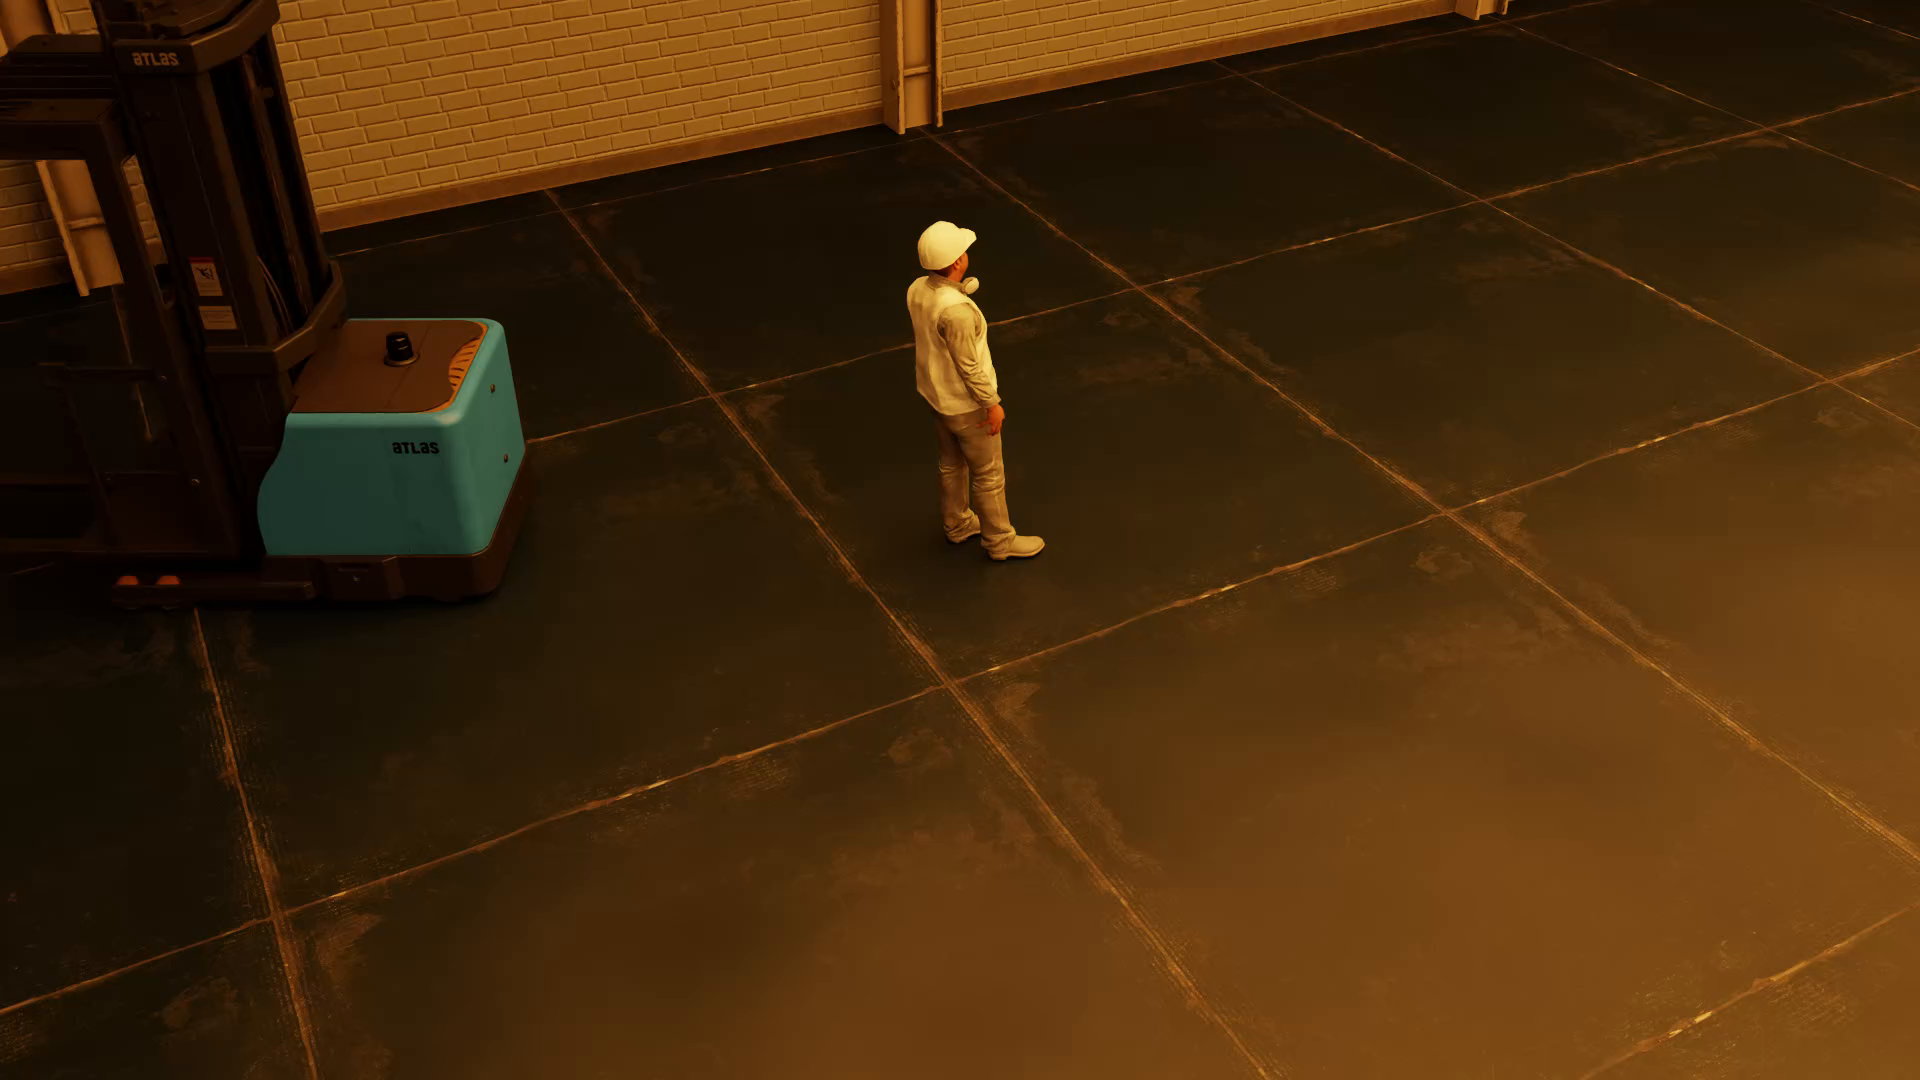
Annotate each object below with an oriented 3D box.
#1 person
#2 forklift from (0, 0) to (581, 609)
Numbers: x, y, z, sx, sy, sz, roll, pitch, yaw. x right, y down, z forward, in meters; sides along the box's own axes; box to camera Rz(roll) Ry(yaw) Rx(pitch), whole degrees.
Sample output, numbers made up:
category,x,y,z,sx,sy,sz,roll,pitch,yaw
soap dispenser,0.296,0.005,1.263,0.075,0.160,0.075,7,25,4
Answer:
category,x,y,z,sx,sy,sz,roll,pitch,yaw
person,0.059,-0.743,8.164,0.567,1.774,0.632,-17,39,-23
forklift,-3.546,-1.163,7.769,3.031,2.935,1.130,0,35,0
